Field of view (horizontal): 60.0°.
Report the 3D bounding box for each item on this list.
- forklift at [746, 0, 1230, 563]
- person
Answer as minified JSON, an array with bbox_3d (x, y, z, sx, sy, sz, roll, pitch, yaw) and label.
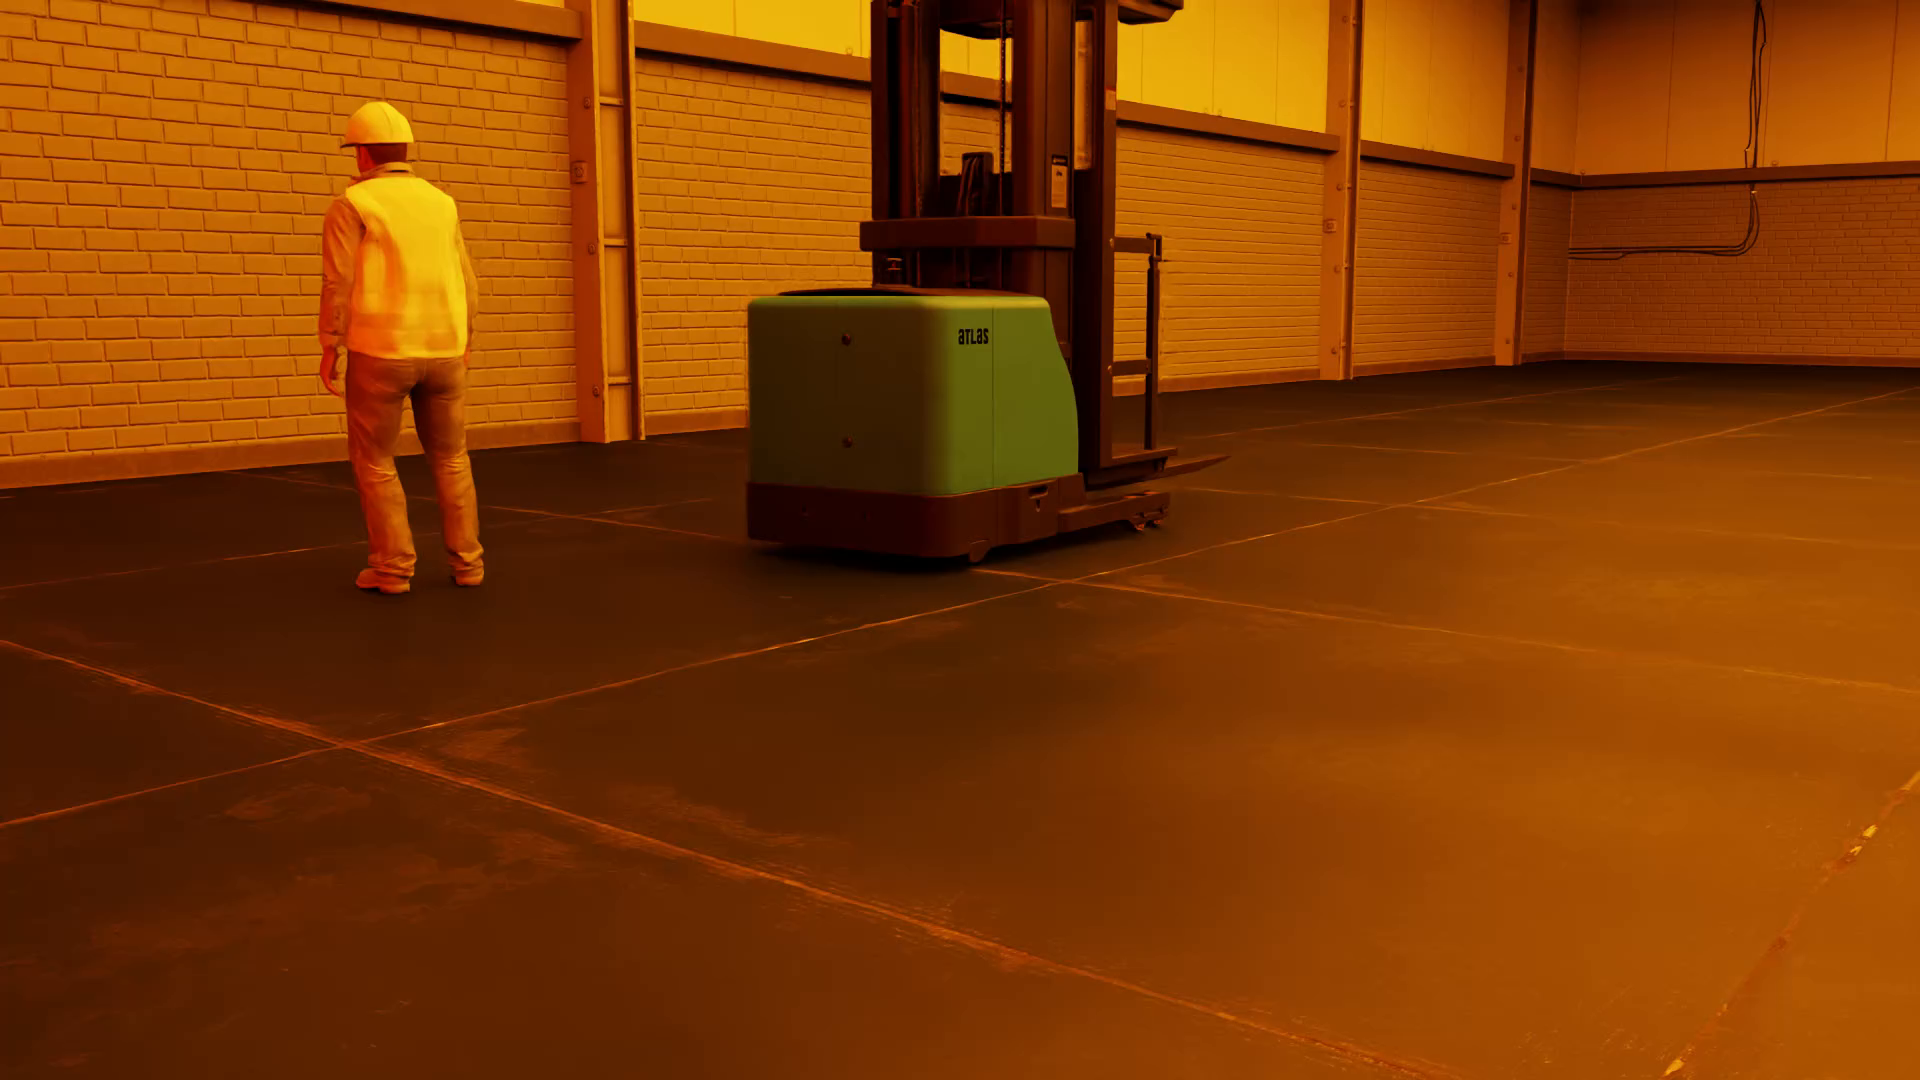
[{"bbox_3d":[0.340,-1.529,7.729,1.130,2.935,3.031,6,10,33],"label":"forklift"},{"bbox_3d":[-2.037,-0.697,6.083,0.449,1.764,0.619,8,12,44],"label":"person"}]
